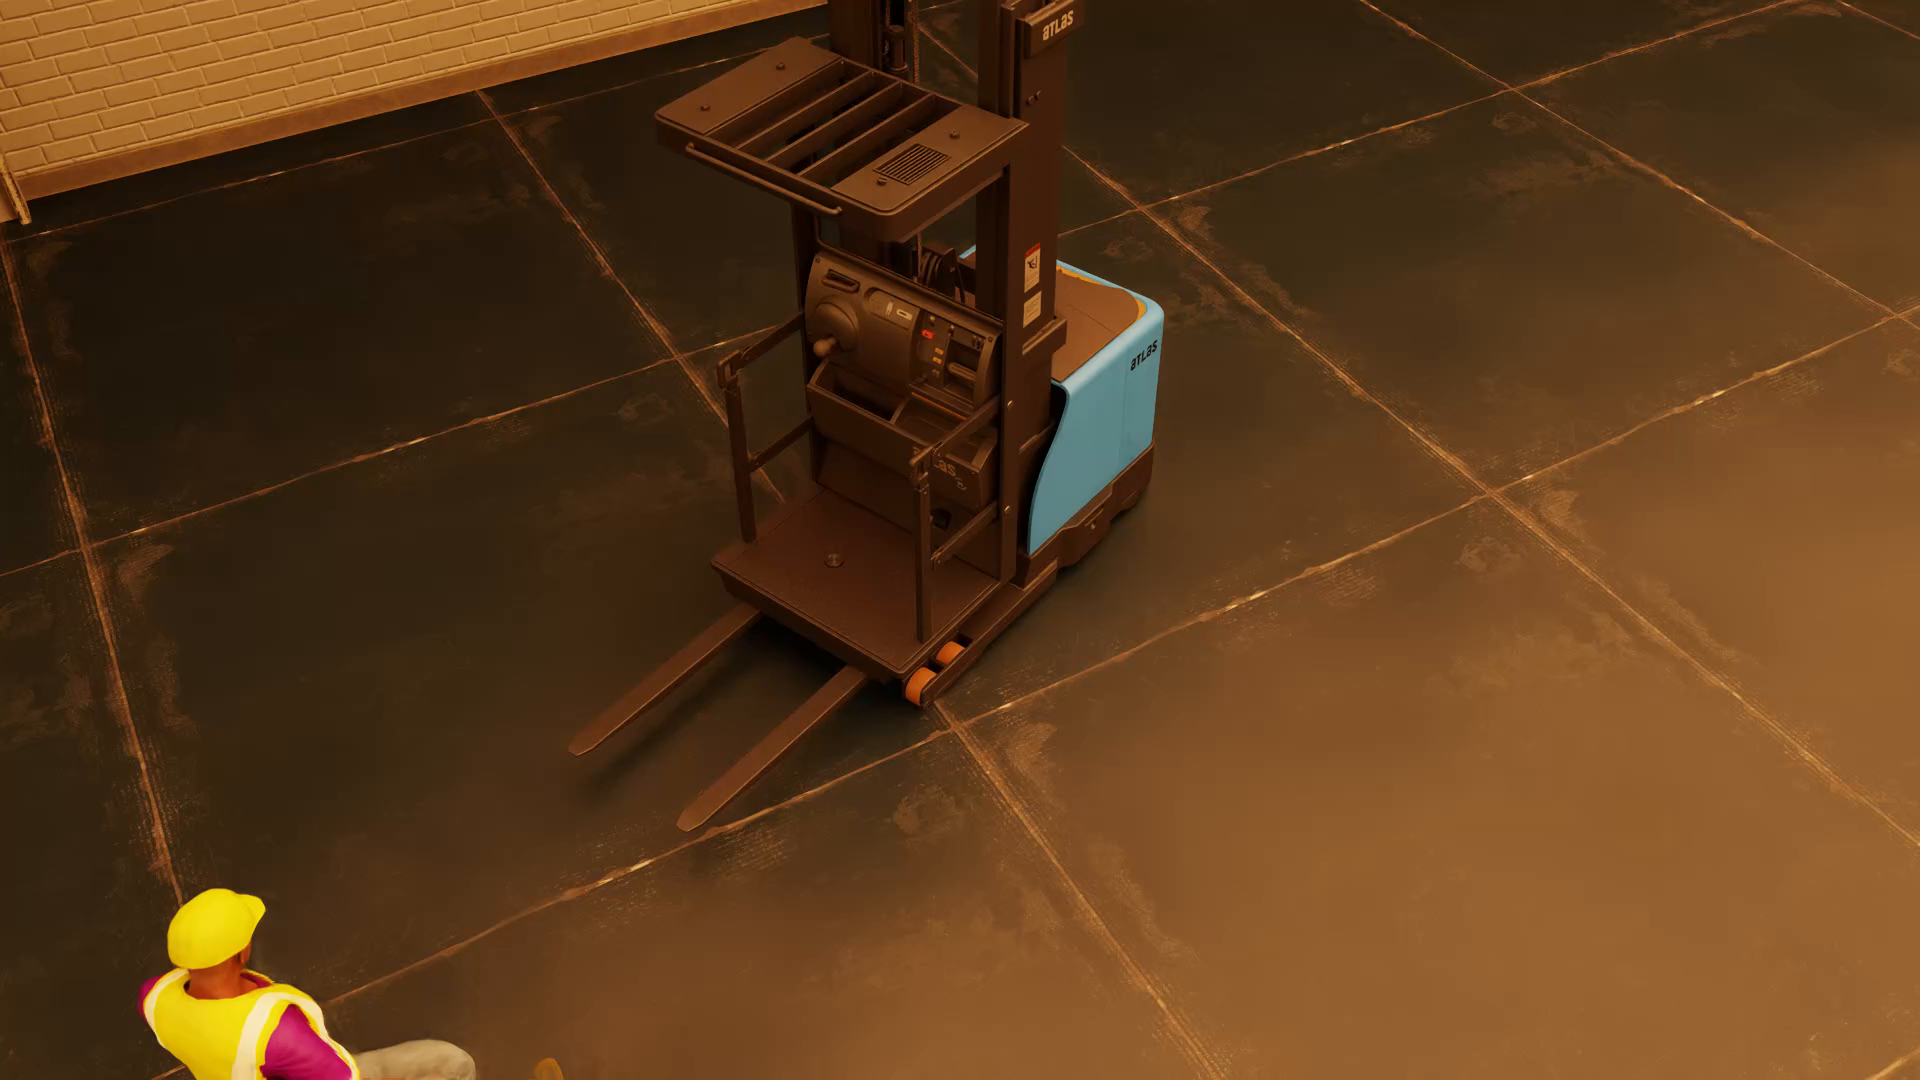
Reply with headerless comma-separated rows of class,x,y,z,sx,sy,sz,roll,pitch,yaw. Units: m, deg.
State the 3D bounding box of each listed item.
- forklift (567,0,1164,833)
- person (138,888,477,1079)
forklift,-0.375,-0.749,6.505,1.130,2.935,3.031,28,50,27
person,-2.024,1.570,4.988,1.021,1.631,0.699,16,45,16
